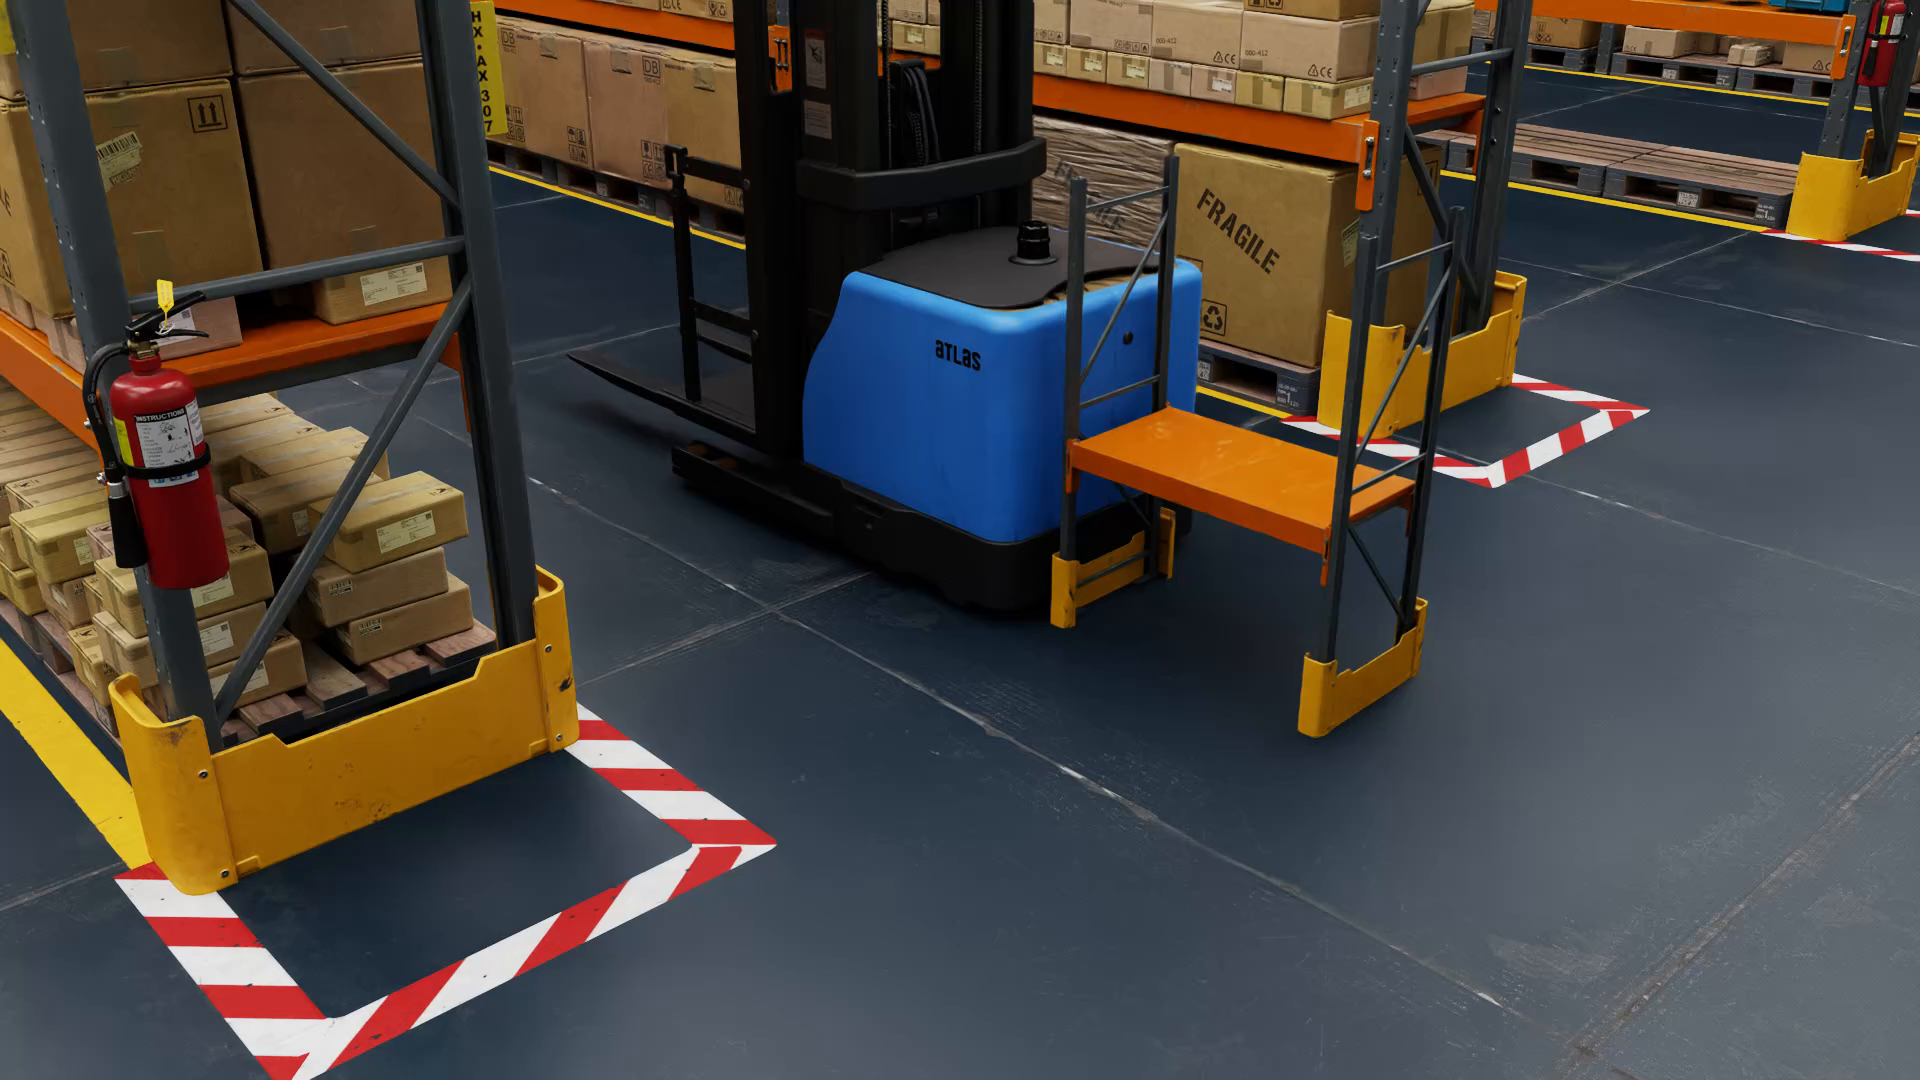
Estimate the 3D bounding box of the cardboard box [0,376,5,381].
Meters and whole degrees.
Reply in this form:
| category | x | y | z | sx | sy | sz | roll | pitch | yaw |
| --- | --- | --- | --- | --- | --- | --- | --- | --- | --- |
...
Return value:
| category | x | y | z | sx | sy | sz | roll | pitch | yaw |
| --- | --- | --- | --- | --- | --- | --- | --- | --- | --- |
| cardboard box | -3.586 | -0.516 | 5.978 | 0.380 | 0.149 | 0.250 | -20 | 31 | -37 |

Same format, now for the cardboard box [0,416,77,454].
| category | x | y | z | sx | sy | sz | roll | pitch | yaw |
| --- | --- | --- | --- | --- | --- | --- | --- | --- | --- |
| cardboard box | -3.000 | -0.299 | 5.504 | 0.250 | 0.149 | 0.380 | 23 | 33 | 40 |

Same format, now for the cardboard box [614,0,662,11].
| category | x | y | z | sx | sy | sz | roll | pitch | yaw |
| --- | --- | --- | --- | --- | --- | --- | --- | --- | --- |
| cardboard box | -1.858 | -3.644 | 10.504 | 0.500 | 0.500 | 0.500 | -22 | 32 | -39 |

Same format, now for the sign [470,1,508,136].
| category | x | y | z | sx | sy | sz | roll | pitch | yaw |
| --- | --- | --- | --- | --- | --- | --- | --- | --- | --- |
| sign | -1.204 | -1.186 | 4.192 | 0.100 | 0.325 | 0.005 | -21 | 32 | -38 |

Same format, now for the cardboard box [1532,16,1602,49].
| category | x | y | z | sx | sy | sz | roll | pitch | yaw |
| --- | --- | --- | --- | --- | --- | --- | --- | --- | --- |
| cardboard box | 6.043 | -5.166 | 16.443 | 0.500 | 0.500 | 0.500 | -21 | 32 | -39 |

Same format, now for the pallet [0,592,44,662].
| category | x | y | z | sx | sy | sz | roll | pitch | yaw |
| --- | --- | --- | --- | --- | --- | --- | --- | --- | --- |
| pallet | -3.011 | -0.018 | 6.035 | 1.003 | 0.211 | 1.213 | -21 | 32 | -38 |

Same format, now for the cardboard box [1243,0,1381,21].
| category | x | y | z | sx | sy | sz | roll | pitch | yaw |
| --- | --- | --- | --- | --- | --- | --- | --- | --- | --- |
| cardboard box | 1.565 | -2.496 | 7.025 | 0.500 | 0.500 | 0.500 | -21 | 32 | -38 |

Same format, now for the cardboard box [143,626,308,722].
| category | x | y | z | sx | sy | sz | roll | pitch | yaw |
| --- | --- | --- | --- | --- | --- | --- | --- | --- | --- |
| cardboard box | -2.112 | 0.368 | 4.759 | 0.380 | 0.149 | 0.250 | -21 | 32 | -38 |

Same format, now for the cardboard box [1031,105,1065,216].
| category | x | y | z | sx | sy | sz | roll | pitch | yaw |
| --- | --- | --- | --- | --- | --- | --- | --- | --- | --- |
| cardboard box | 0.364 | -1.955 | 8.976 | 0.875 | 0.875 | 0.875 | -21 | 32 | -38 |

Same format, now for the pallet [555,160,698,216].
| category | x | y | z | sx | sy | sz | roll | pitch | yaw |
| --- | --- | --- | --- | --- | --- | --- | --- | --- | --- |
| pallet | -2.064 | -2.540 | 11.563 | 1.003 | 0.211 | 1.213 | -21 | 32 | -38 |

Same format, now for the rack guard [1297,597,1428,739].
| category | x | y | z | sx | sy | sz | roll | pitch | yaw |
| --- | --- | --- | --- | --- | --- | --- | --- | --- | --- |
| rack guard | 1.241 | 0.383 | 5.110 | 0.087 | 0.250 | 0.587 | 22 | 33 | 40 |

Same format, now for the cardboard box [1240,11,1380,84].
| category | x | y | z | sx | sy | sz | roll | pitch | yaw |
| --- | --- | --- | --- | --- | --- | --- | --- | --- | --- |
| cardboard box | 1.565 | -2.153 | 7.178 | 0.500 | 0.250 | 0.500 | -22 | 32 | -39 |

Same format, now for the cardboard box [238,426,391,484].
| category | x | y | z | sx | sy | sz | roll | pitch | yaw |
| --- | --- | --- | --- | --- | --- | --- | --- | --- | --- |
| cardboard box | -2.065 | -0.220 | 5.330 | 0.380 | 0.149 | 0.250 | -21 | 32 | -39 |

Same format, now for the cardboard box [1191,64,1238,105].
| category | x | y | z | sx | sy | sz | roll | pitch | yaw |
| --- | --- | --- | --- | --- | --- | --- | --- | --- | --- |
| cardboard box | 1.256 | -2.070 | 7.475 | 0.380 | 0.149 | 0.250 | -21 | 32 | -38 |

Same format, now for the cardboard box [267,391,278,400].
| category | x | y | z | sx | sy | sz | roll | pitch | yaw |
| --- | --- | --- | --- | --- | --- | --- | --- | --- | --- |
| cardboard box | -2.624 | -0.451 | 5.836 | 0.380 | 0.149 | 0.250 | -21 | 32 | -38 |

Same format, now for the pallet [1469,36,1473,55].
| category | x | y | z | sx | sy | sz | roll | pitch | yaw |
| --- | --- | --- | --- | --- | --- | --- | --- | --- | --- |
| pallet | 5.168 | -5.372 | 17.772 | 1.003 | 0.211 | 1.213 | -21 | 32 | -38 |

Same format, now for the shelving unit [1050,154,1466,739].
| category | x | y | z | sx | sy | sz | roll | pitch | yaw |
| --- | --- | --- | --- | --- | --- | --- | --- | --- | --- |
| shelving unit | 0.887 | -0.331 | 5.170 | 1.083 | 1.500 | 0.587 | 22 | 33 | 40 |

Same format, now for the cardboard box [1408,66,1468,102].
| category | x | y | z | sx | sy | sz | roll | pitch | yaw |
| --- | --- | --- | --- | --- | --- | --- | --- | --- | --- |
| cardboard box | 2.088 | -2.101 | 7.545 | 0.380 | 0.149 | 0.250 | -21 | 32 | -38 |

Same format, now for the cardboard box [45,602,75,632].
| category | x | y | z | sx | sy | sz | roll | pitch | yaw |
| --- | --- | --- | --- | --- | --- | --- | --- | --- | --- |
| cardboard box | -2.657 | 0.143 | 5.251 | 0.380 | 0.149 | 0.250 | -21 | 32 | -38 |

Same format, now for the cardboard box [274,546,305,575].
| category | x | y | z | sx | sy | sz | roll | pitch | yaw |
| --- | --- | --- | --- | --- | --- | --- | --- | --- | --- |
| cardboard box | -1.916 | 0.002 | 5.202 | 0.380 | 0.149 | 0.250 | -21 | 32 | -39 |

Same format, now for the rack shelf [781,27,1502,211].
| category | x | y | z | sx | sy | sz | roll | pitch | yaw |
| --- | --- | --- | --- | --- | --- | --- | --- | --- | --- |
| rack shelf | 0.723 | -2.293 | 8.529 | 1.077 | 0.370 | 4.000 | -21 | 32 | -38 |

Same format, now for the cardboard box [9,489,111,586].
| category | x | y | z | sx | sy | sz | roll | pitch | yaw |
| --- | --- | --- | --- | --- | --- | --- | --- | --- | --- |
| cardboard box | -2.546 | -0.026 | 4.905 | 0.380 | 0.149 | 0.250 | -22 | 33 | -40 |

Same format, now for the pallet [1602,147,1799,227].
| category | x | y | z | sx | sy | sz | roll | pitch | yaw |
| --- | --- | --- | --- | --- | --- | --- | --- | --- | --- |
| pallet | 5.170 | -2.412 | 11.282 | 1.003 | 0.211 | 1.213 | -21 | 32 | -38 |

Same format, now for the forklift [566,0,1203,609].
| category | x | y | z | sx | sy | sz | roll | pitch | yaw |
| --- | --- | --- | --- | --- | --- | --- | --- | --- | --- |
| forklift | -0.516 | -1.623 | 6.276 | 1.130 | 2.935 | 3.031 | -21 | 32 | -39 |

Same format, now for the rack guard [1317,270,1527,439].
| category | x | y | z | sx | sy | sz | roll | pitch | yaw |
| --- | --- | --- | --- | --- | --- | --- | --- | --- | --- |
| rack guard | 2.106 | -0.870 | 7.554 | 1.175 | 0.500 | 0.348 | -21 | 32 | -38 |

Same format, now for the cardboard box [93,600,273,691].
| category | x | y | z | sx | sy | sz | roll | pitch | yaw |
| --- | --- | --- | --- | --- | --- | --- | --- | --- | --- |
| cardboard box | -2.169 | 0.254 | 4.650 | 0.380 | 0.149 | 0.250 | -22 | 33 | -40 |

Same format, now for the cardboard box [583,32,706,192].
| category | x | y | z | sx | sy | sz | roll | pitch | yaw |
| --- | --- | --- | --- | --- | --- | --- | --- | --- | --- |
| cardboard box | -1.707 | -2.909 | 11.067 | 0.875 | 0.875 | 1.225 | 22 | 33 | 40 |

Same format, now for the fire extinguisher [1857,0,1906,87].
| category | x | y | z | sx | sy | sz | roll | pitch | yaw |
| --- | --- | --- | --- | --- | --- | --- | --- | --- | --- |
| fire extinguisher | 5.477 | -3.040 | 9.842 | 0.296 | 0.674 | 0.183 | -21 | 32 | -38 |

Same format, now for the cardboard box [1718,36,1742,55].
| category | x | y | z | sx | sy | sz | roll | pitch | yaw |
| --- | --- | --- | --- | --- | --- | --- | --- | --- | --- |
| cardboard box | 7.486 | -4.750 | 15.952 | 0.380 | 0.149 | 0.250 | -21 | 32 | -38 |

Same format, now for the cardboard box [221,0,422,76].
| category | x | y | z | sx | sy | sz | roll | pitch | yaw |
| --- | --- | --- | --- | --- | --- | --- | --- | --- | --- |
| cardboard box | -1.713 | -1.485 | 4.208 | 0.500 | 0.500 | 0.500 | -21 | 32 | -39 |

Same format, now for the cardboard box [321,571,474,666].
| category | x | y | z | sx | sy | sz | roll | pitch | yaw |
| --- | --- | --- | --- | --- | --- | --- | --- | --- | --- |
| cardboard box | -1.724 | 0.219 | 5.086 | 0.380 | 0.149 | 0.250 | -20 | 32 | -37 |

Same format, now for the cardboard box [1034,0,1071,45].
| category | x | y | z | sx | sy | sz | roll | pitch | yaw |
| --- | --- | --- | --- | --- | --- | --- | --- | --- | --- |
| cardboard box | 0.512 | -2.618 | 8.196 | 0.500 | 0.250 | 0.500 | -21 | 32 | -38 |

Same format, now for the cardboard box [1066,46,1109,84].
| category | x | y | z | sx | sy | sz | roll | pitch | yaw |
| --- | --- | --- | --- | --- | --- | --- | --- | --- | --- |
| cardboard box | 0.729 | -2.302 | 7.985 | 0.380 | 0.149 | 0.250 | -21 | 32 | -38 |

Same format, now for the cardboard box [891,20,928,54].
| category | x | y | z | sx | sy | sz | roll | pitch | yaw |
| --- | --- | --- | --- | --- | --- | --- | --- | --- | --- |
| cardboard box | -0.144 | -2.690 | 8.834 | 0.380 | 0.149 | 0.250 | -22 | 33 | -40 |

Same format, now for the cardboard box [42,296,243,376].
| category | x | y | z | sx | sy | sz | roll | pitch | yaw |
| --- | --- | --- | --- | --- | --- | --- | --- | --- | --- |
| cardboard box | -2.029 | -0.542 | 4.127 | 0.380 | 0.149 | 0.250 | -21 | 32 | -38 |

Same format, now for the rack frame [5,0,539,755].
| category | x | y | z | sx | sy | sz | roll | pitch | yaw |
| --- | --- | --- | --- | --- | --- | --- | --- | --- | --- |
| rack frame | -1.600 | -0.638 | 4.034 | 1.000 | 3.000 | 0.127 | -21 | 32 | -38 |

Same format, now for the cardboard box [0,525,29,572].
| category | x | y | z | sx | sy | sz | roll | pitch | yaw |
| --- | --- | --- | --- | --- | --- | --- | --- | --- | --- |
| cardboard box | -2.888 | -0.056 | 5.330 | 0.380 | 0.149 | 0.250 | -21 | 32 | -38 |

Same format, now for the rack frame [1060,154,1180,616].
| category | x | y | z | sx | sy | sz | roll | pitch | yaw |
| --- | --- | --- | --- | --- | --- | --- | --- | --- | --- |
| rack frame | 0.520 | -0.483 | 5.501 | 0.032 | 1.500 | 0.500 | 22 | 33 | 40 |

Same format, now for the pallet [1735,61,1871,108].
| category | x | y | z | sx | sy | sz | roll | pitch | yaw |
| --- | --- | --- | --- | --- | --- | --- | --- | --- | --- |
| pallet | 7.897 | -4.188 | 15.177 | 1.003 | 0.211 | 1.213 | -21 | 32 | -38 |

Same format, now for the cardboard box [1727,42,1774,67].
| category | x | y | z | sx | sy | sz | roll | pitch | yaw |
| --- | --- | --- | --- | --- | --- | --- | --- | --- | --- |
| cardboard box | 7.317 | -4.499 | 15.381 | 0.380 | 0.166 | 0.250 | -21 | 32 | -38 |
